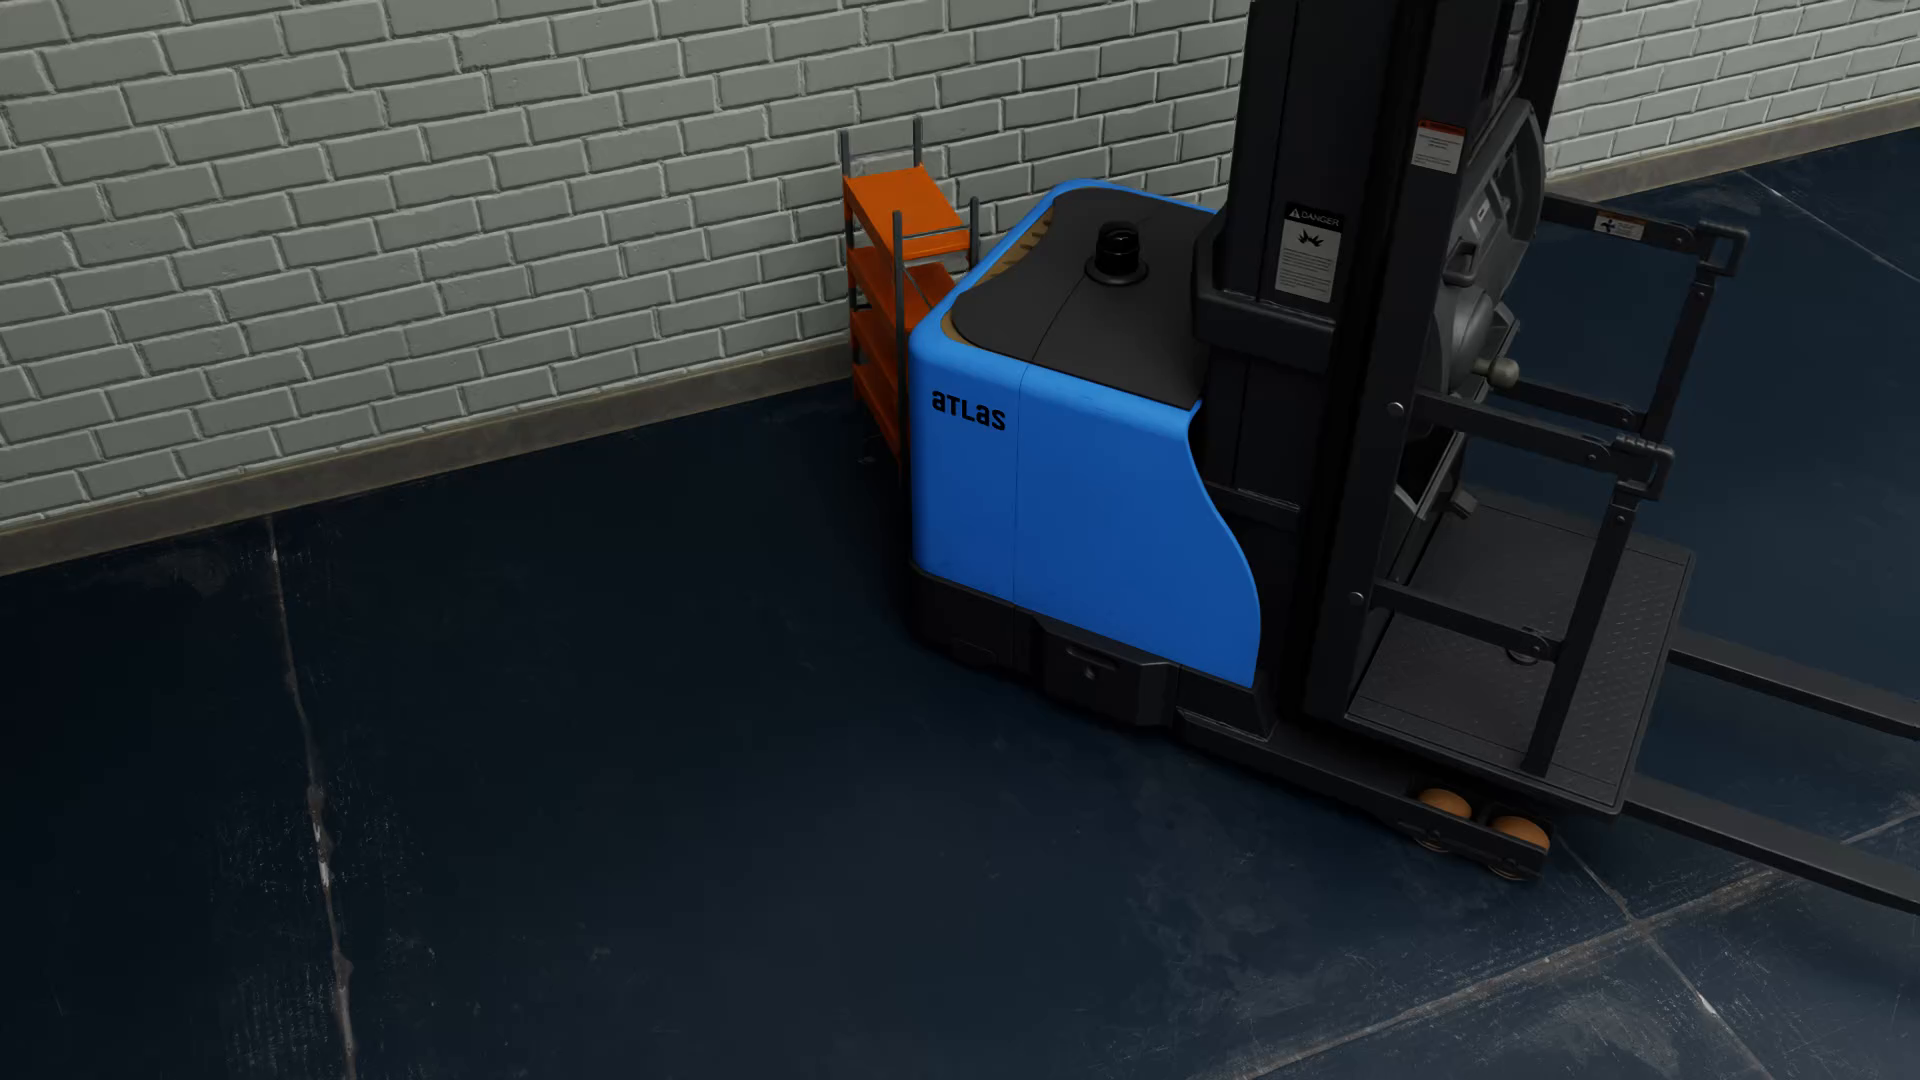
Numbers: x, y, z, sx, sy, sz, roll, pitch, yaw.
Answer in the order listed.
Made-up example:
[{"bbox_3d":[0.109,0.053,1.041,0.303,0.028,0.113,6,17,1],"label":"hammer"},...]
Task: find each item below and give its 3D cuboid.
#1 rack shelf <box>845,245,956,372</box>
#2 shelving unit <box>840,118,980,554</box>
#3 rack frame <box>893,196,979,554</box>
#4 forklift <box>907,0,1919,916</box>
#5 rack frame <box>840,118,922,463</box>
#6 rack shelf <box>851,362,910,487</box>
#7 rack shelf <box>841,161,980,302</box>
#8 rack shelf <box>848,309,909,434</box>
[{"bbox_3d":[-0.146,-0.711,4.916,0.258,0.148,0.480,-13,42,-15],"label":"rack shelf"},{"bbox_3d":[-0.146,-0.592,5.018,0.258,1.200,0.503,-13,42,-15],"label":"shelving unit"},{"bbox_3d":[-0.064,-0.442,4.844,0.240,1.200,0.015,-13,42,-15],"label":"rack frame"},{"bbox_3d":[1.396,-0.643,3.750,3.031,2.935,1.130,19,44,21],"label":"forklift"},{"bbox_3d":[-0.228,-0.742,5.192,0.240,1.200,0.015,-13,42,-15],"label":"rack frame"},{"bbox_3d":[-0.146,-0.390,5.192,0.258,0.148,0.480,-13,42,-15],"label":"rack shelf"},{"bbox_3d":[-0.146,-0.890,4.762,0.258,0.148,0.480,-13,42,-15],"label":"rack shelf"},{"bbox_3d":[-0.146,-0.541,5.062,0.258,0.148,0.480,-13,42,-15],"label":"rack shelf"}]
